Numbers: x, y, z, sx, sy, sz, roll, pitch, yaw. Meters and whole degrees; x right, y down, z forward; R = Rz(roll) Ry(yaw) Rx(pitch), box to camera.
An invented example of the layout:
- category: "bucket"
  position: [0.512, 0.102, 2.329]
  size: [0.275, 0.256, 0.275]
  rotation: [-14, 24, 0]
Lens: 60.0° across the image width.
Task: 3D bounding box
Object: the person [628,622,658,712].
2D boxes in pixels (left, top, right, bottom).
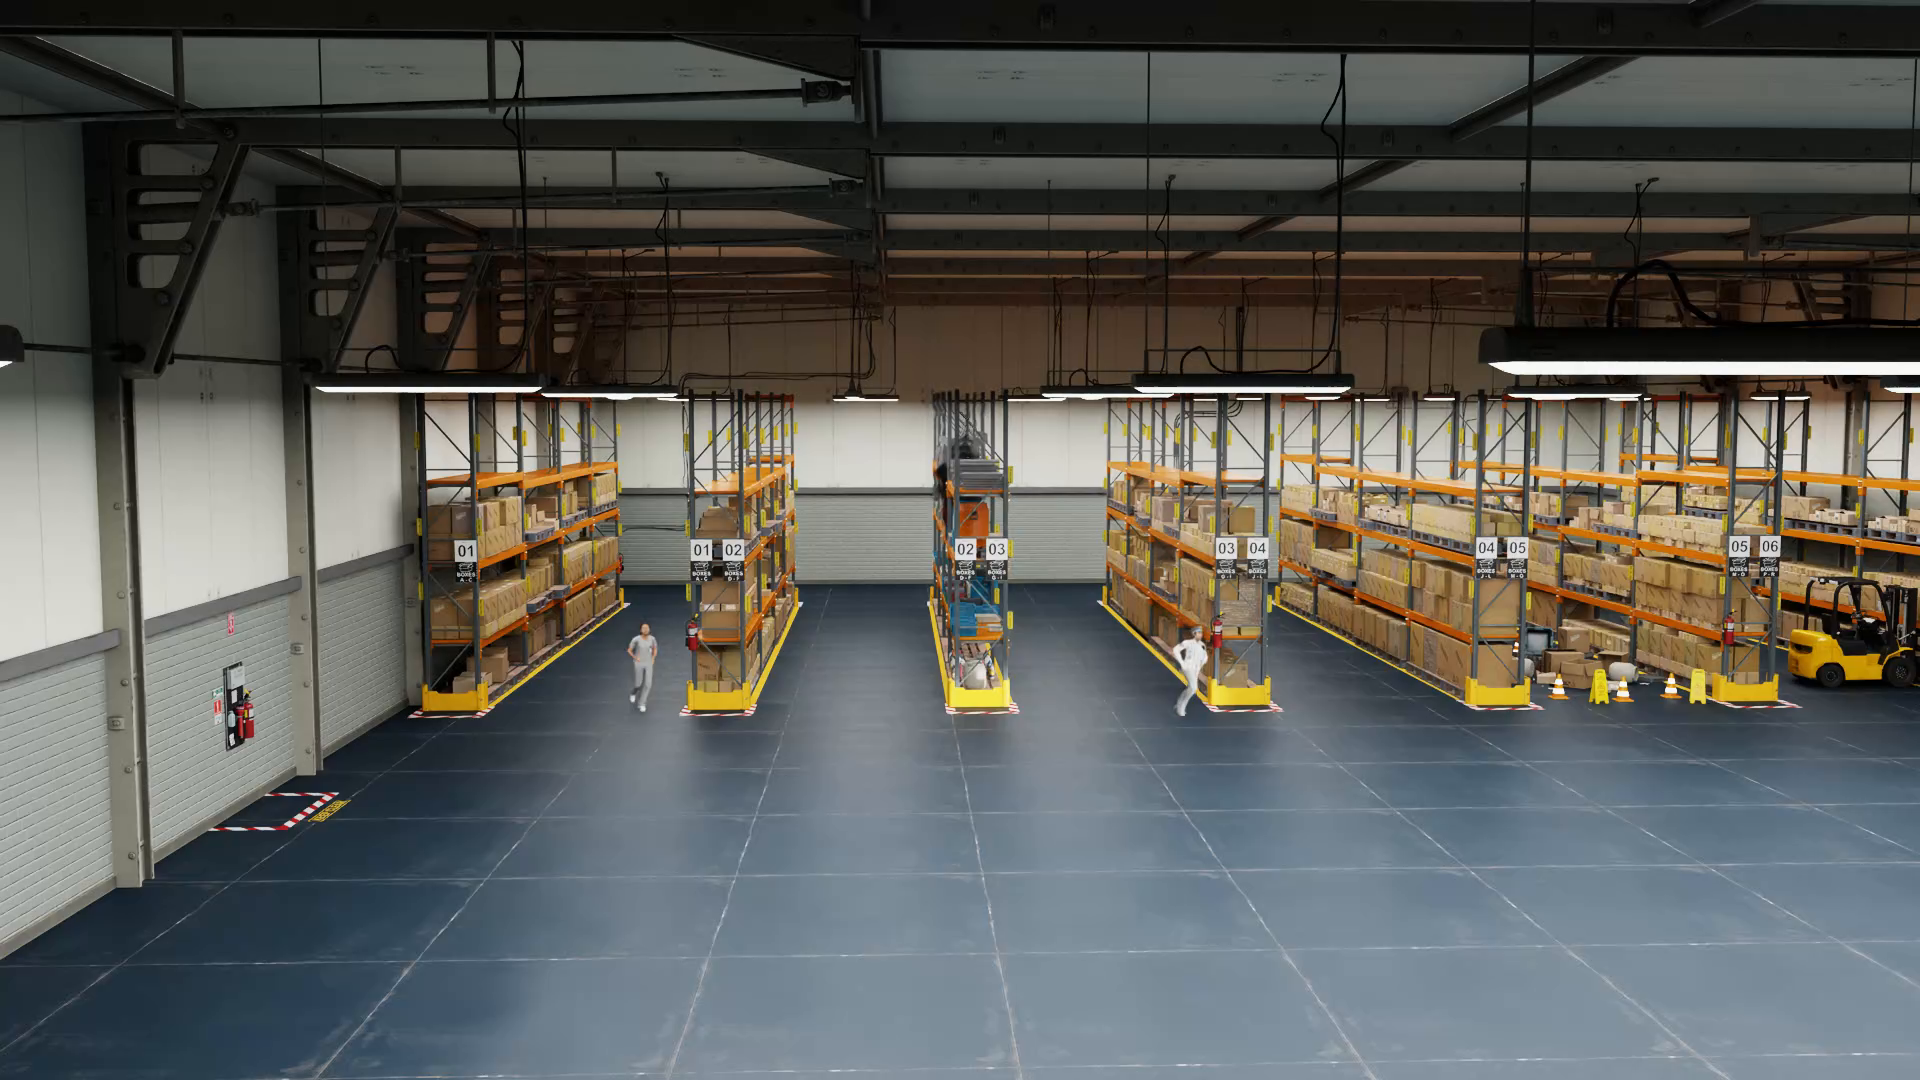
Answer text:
- category: "person"
  position: [-5.967, 2.362, 31.326]
  size: [0.588, 1.647, 0.722]
  rotation: [-2, 5, -26]

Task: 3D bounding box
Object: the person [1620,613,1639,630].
- category: "person"
  position: [16.489, 1.515, 40.868]
  size: [0.651, 1.743, 0.607]
  rotation: [0, 5, -4]

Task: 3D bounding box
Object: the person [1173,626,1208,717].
- category: "person"
  position: [4.272, 2.398, 30.645]
  size: [0.629, 1.661, 0.618]
  rotation: [-4, 6, -37]
